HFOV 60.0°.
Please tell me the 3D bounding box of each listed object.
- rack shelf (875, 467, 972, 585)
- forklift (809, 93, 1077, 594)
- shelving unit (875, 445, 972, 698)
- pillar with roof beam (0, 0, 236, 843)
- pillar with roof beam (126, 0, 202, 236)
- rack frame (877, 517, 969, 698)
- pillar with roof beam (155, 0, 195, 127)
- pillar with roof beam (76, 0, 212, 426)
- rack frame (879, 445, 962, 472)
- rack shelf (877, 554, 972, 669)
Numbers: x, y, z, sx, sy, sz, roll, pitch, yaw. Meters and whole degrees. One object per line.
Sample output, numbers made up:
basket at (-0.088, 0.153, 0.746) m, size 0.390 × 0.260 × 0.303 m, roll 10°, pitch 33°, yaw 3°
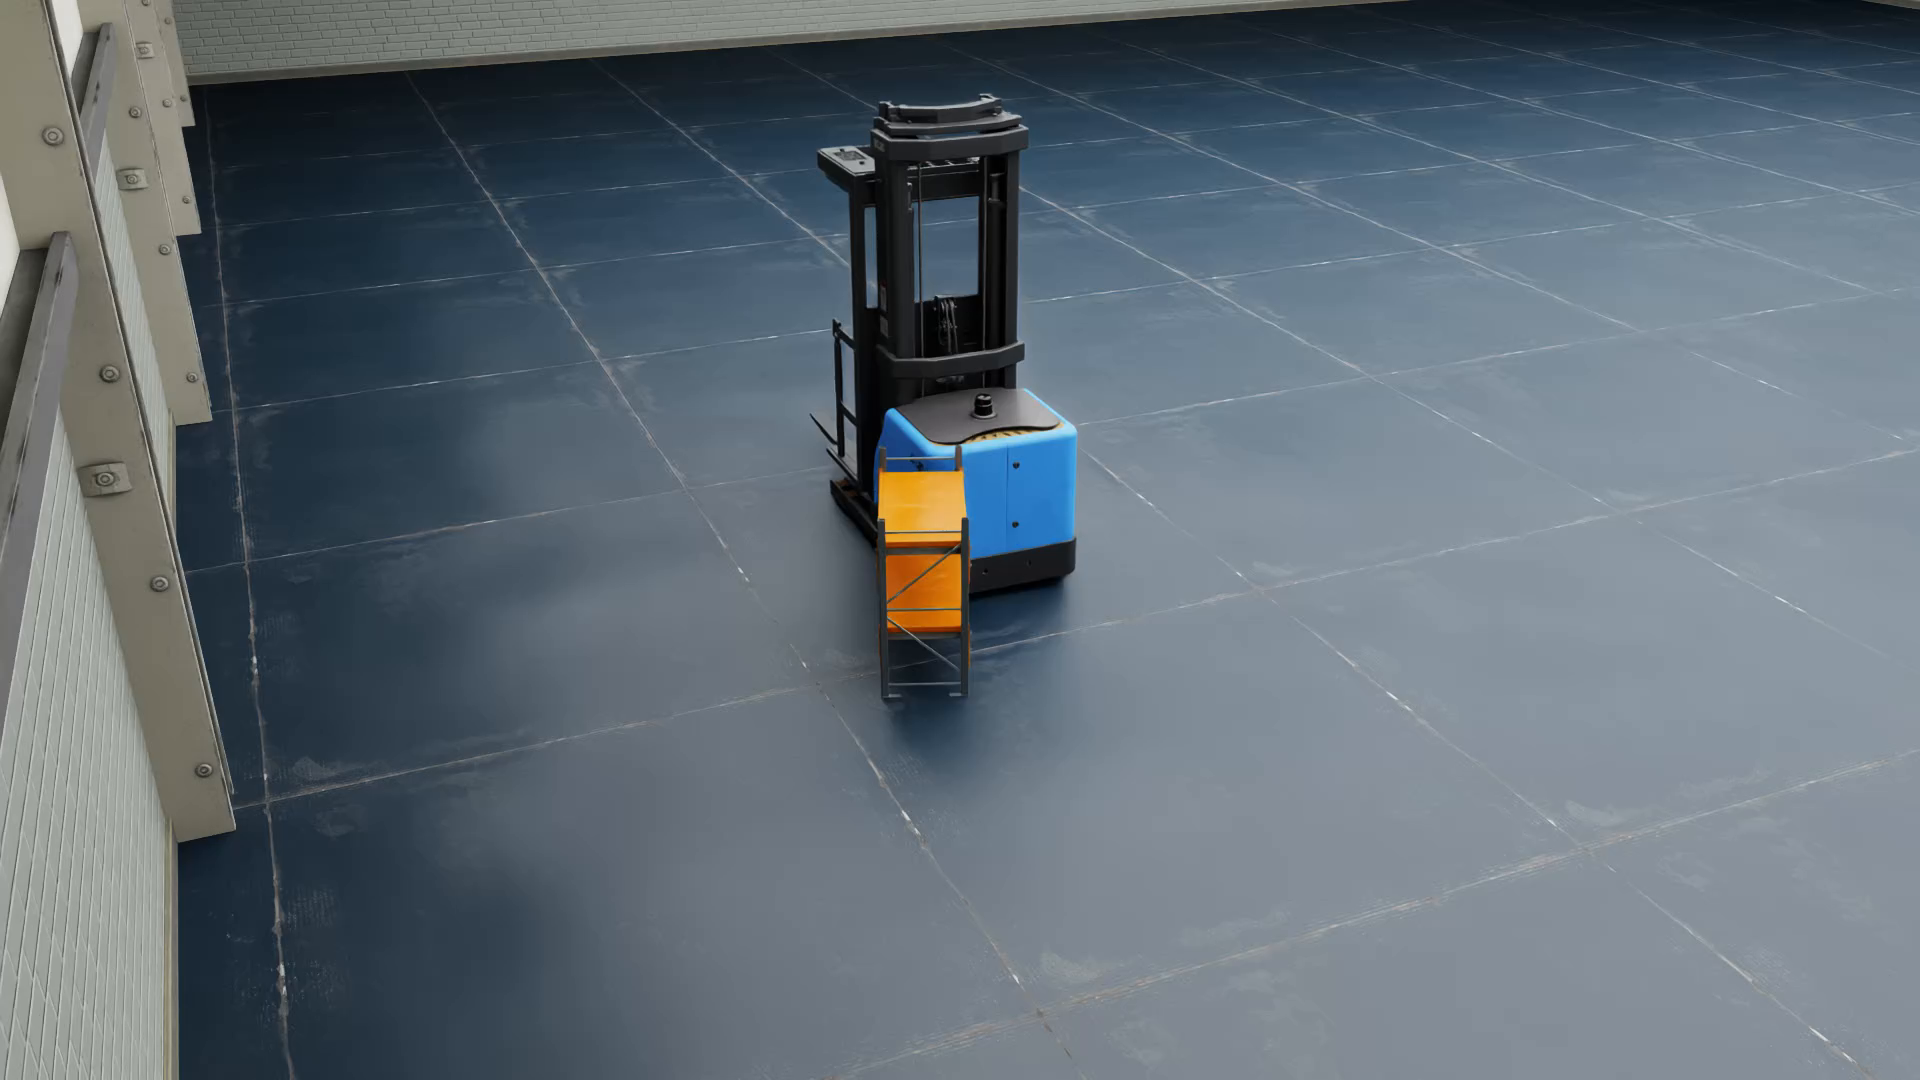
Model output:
rack shelf at (-0.218, -0.094, 9.640) m, size 0.538 × 0.278 × 1.000 m, roll -1°, pitch 26°, yaw -2°
forklift at (-0.283, -1.569, 11.268) m, size 1.130 × 2.935 × 3.031 m, roll -10°, pitch 28°, yaw -20°
shelving unit at (-0.218, 0.169, 9.769) m, size 0.538 × 1.125 × 1.048 m, roll -1°, pitch 26°, yaw -2°
pillar with roof beam at (0.085, -3.372, 8.046) m, size 9.100 × 9.000 × 0.400 m, roll -11°, pitch 28°, yaw -21°
pillar with roof beam at (-4.615, -8.217, 17.968) m, size 9.100 × 9.000 × 0.400 m, roll -11°, pitch 28°, yaw -21°
rack frame at (-0.200, 0.392, 9.312) m, size 0.500 × 1.125 × 0.032 m, roll -1°, pitch 26°, yaw -2°
pillar with roof beam at (-6.964, -10.639, 22.929) m, size 9.100 × 9.000 × 0.400 m, roll -11°, pitch 28°, yaw -21°
pillar with roof beam at (-2.265, -5.794, 13.007) m, size 9.100 × 9.000 × 0.400 m, roll -11°, pitch 28°, yaw -21°
rack frame at (-0.236, -0.054, 10.225) m, size 0.500 × 1.125 × 0.032 m, roll -1°, pitch 26°, yaw -2°
rack shelf at (-0.218, 0.388, 9.876) m, size 0.538 × 0.278 × 1.000 m, roll -1°, pitch 26°, yaw -2°
